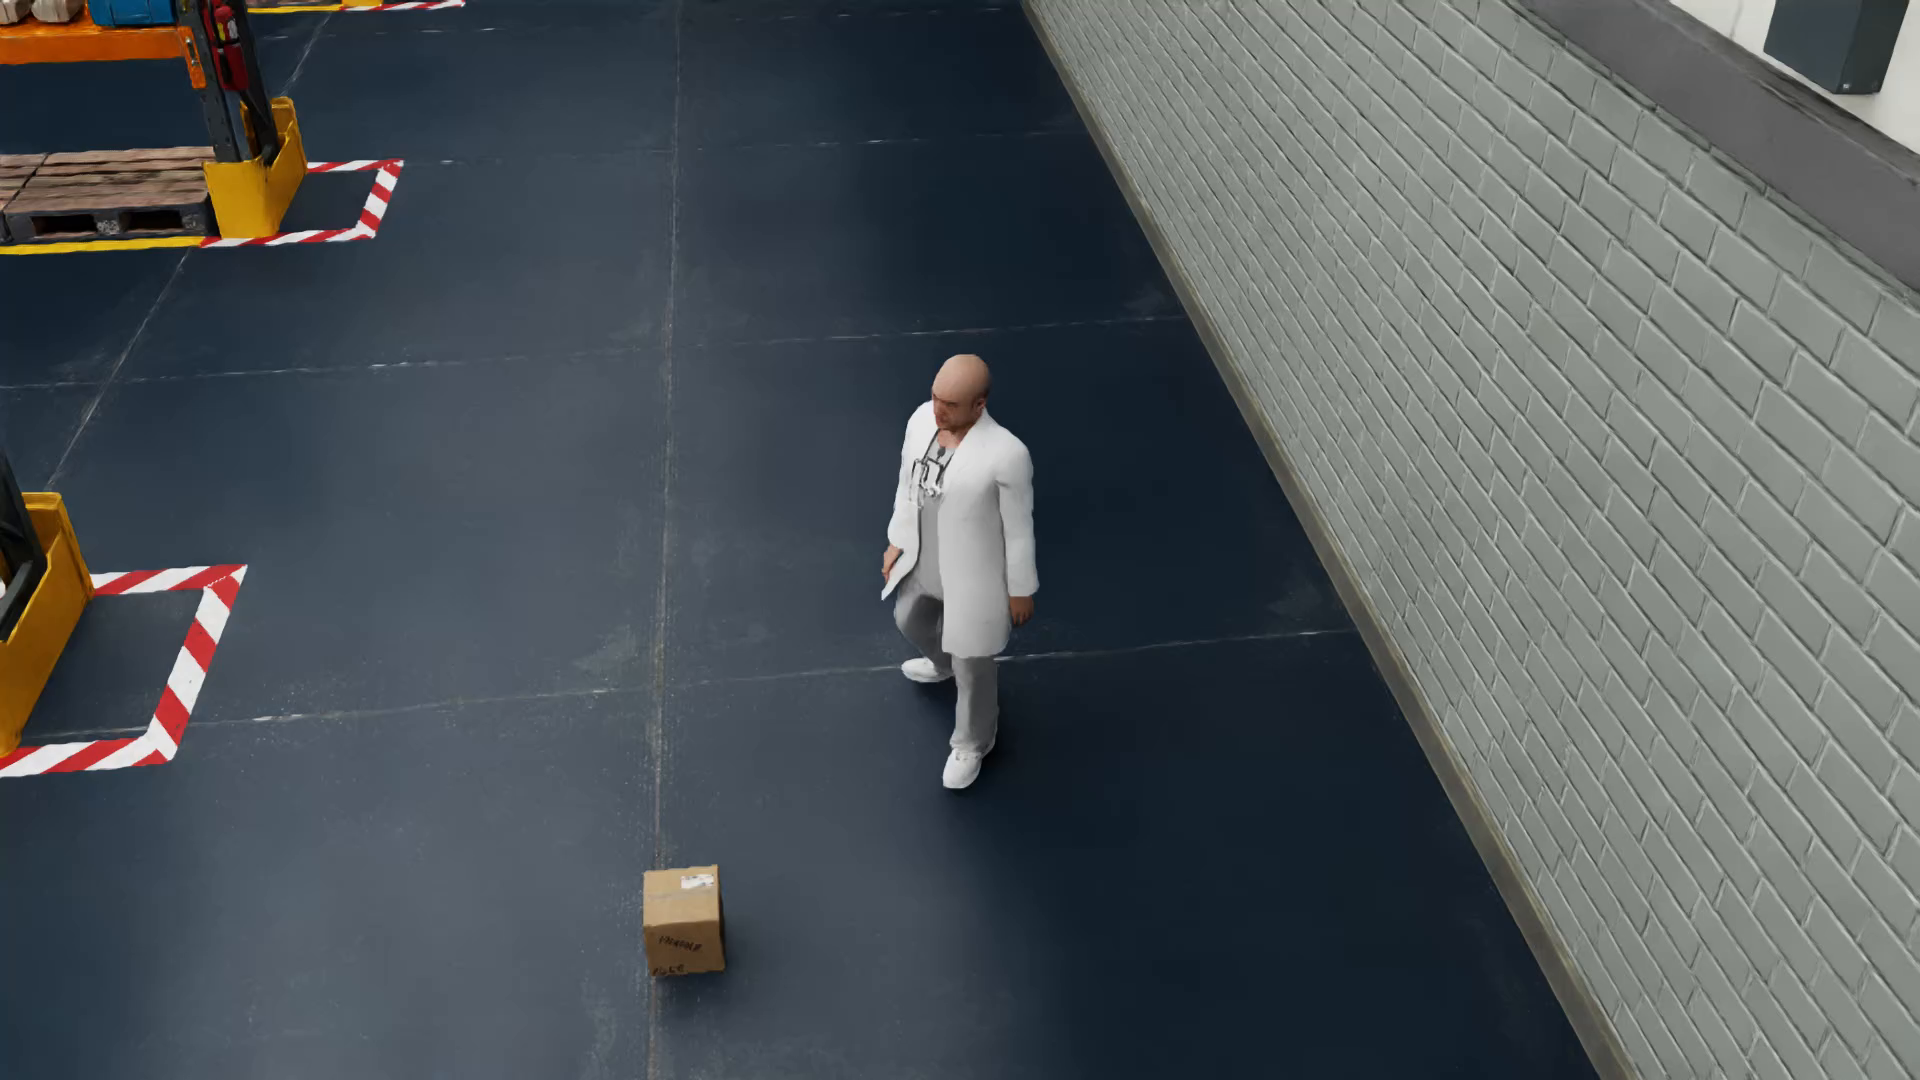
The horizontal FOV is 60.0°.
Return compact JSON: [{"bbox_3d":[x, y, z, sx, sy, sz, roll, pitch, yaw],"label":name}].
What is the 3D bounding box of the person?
[{"bbox_3d":[-0.016,0.042,6.091,0.550,1.771,0.788,-28,43,-34],"label":"person"}]
